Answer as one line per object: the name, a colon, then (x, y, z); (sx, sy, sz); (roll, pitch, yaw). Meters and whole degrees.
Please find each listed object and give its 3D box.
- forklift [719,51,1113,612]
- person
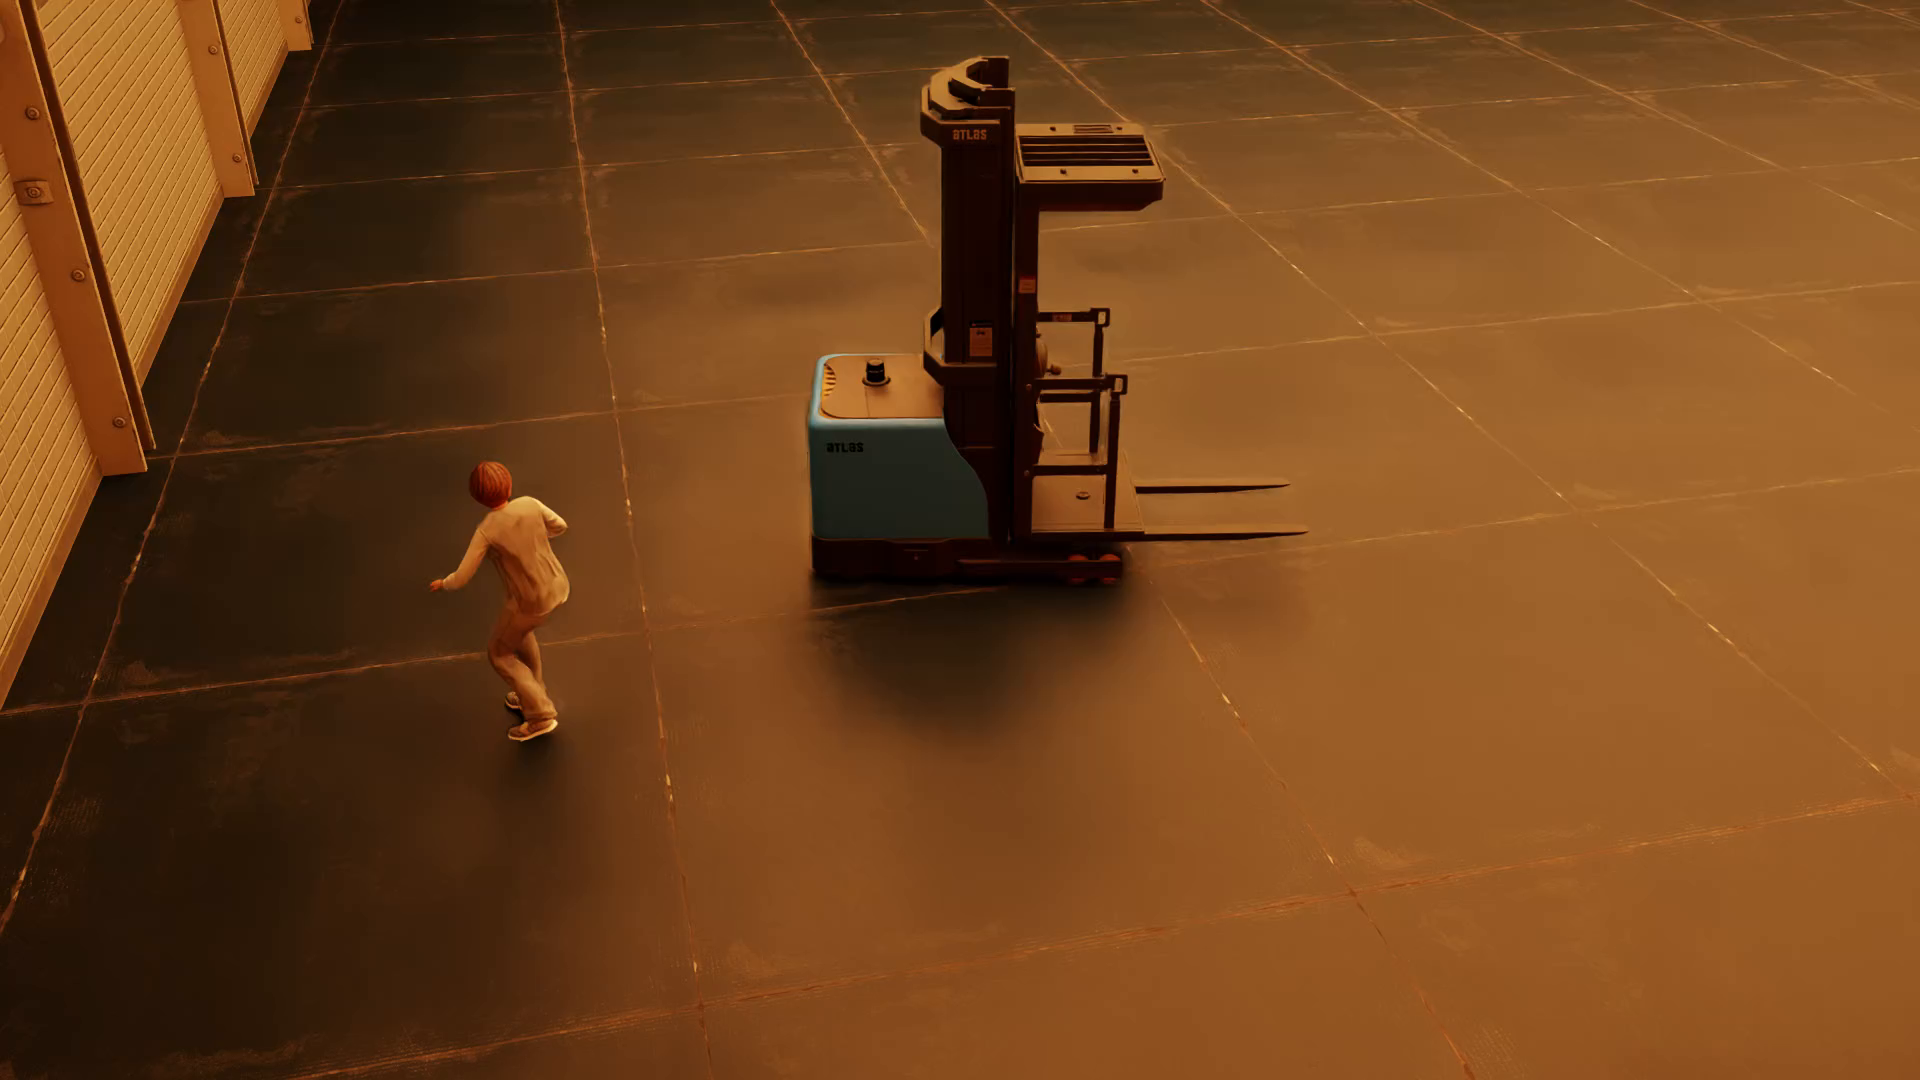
forklift: (-0.436, -1.507, 10.178); (1.130, 2.935, 3.031); (-24, 38, -35)
person: (-2.295, 0.294, 8.396); (0.319, 1.603, 0.405); (23, 37, 34)
